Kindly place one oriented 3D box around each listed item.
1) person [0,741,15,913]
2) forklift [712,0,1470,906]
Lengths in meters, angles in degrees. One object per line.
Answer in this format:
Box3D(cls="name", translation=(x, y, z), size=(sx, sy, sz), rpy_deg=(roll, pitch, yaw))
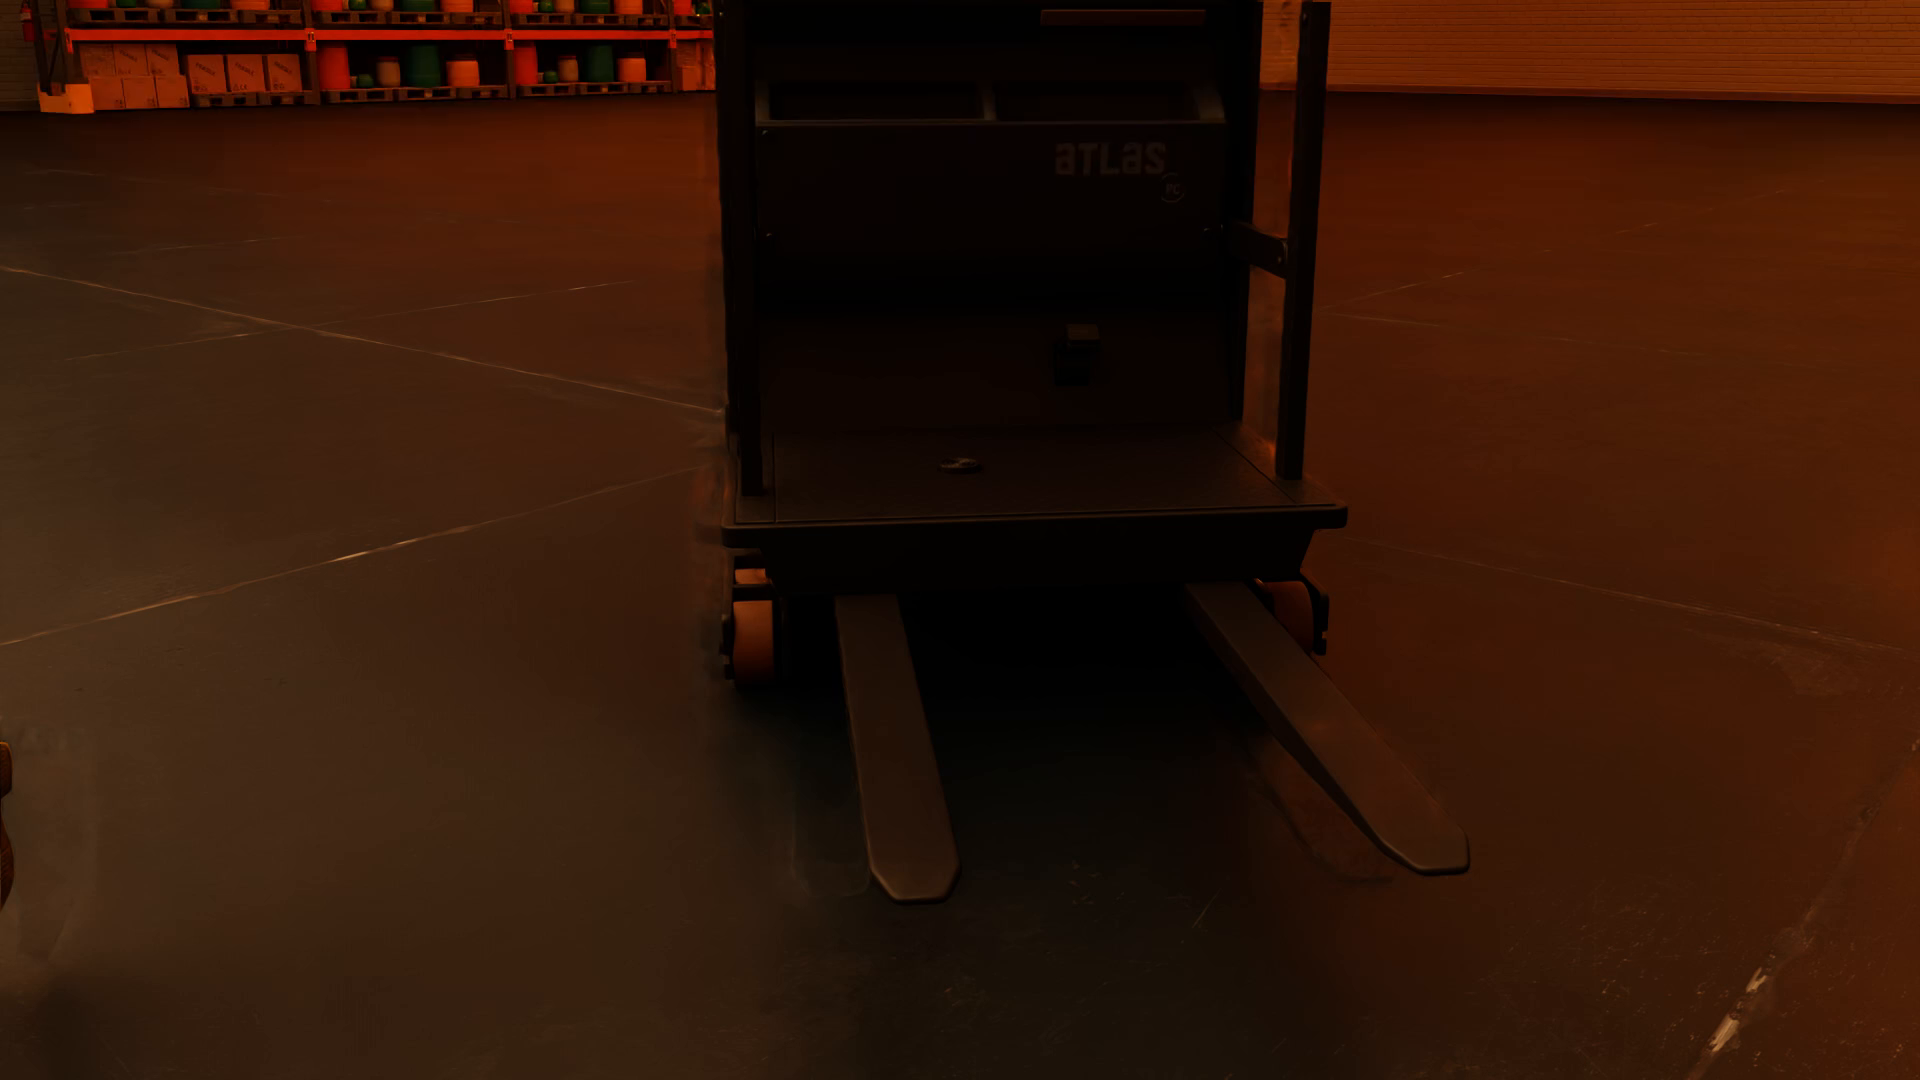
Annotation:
Box3D(cls="person", translation=(-1.366, -0.109, 1.662), size=(0.744, 1.543, 0.706), rpy_deg=(12, 21, 35))
Box3D(cls="forklift", translation=(0.087, -1.235, 2.965), size=(1.130, 2.935, 3.031), rpy_deg=(-2, 17, -6))
